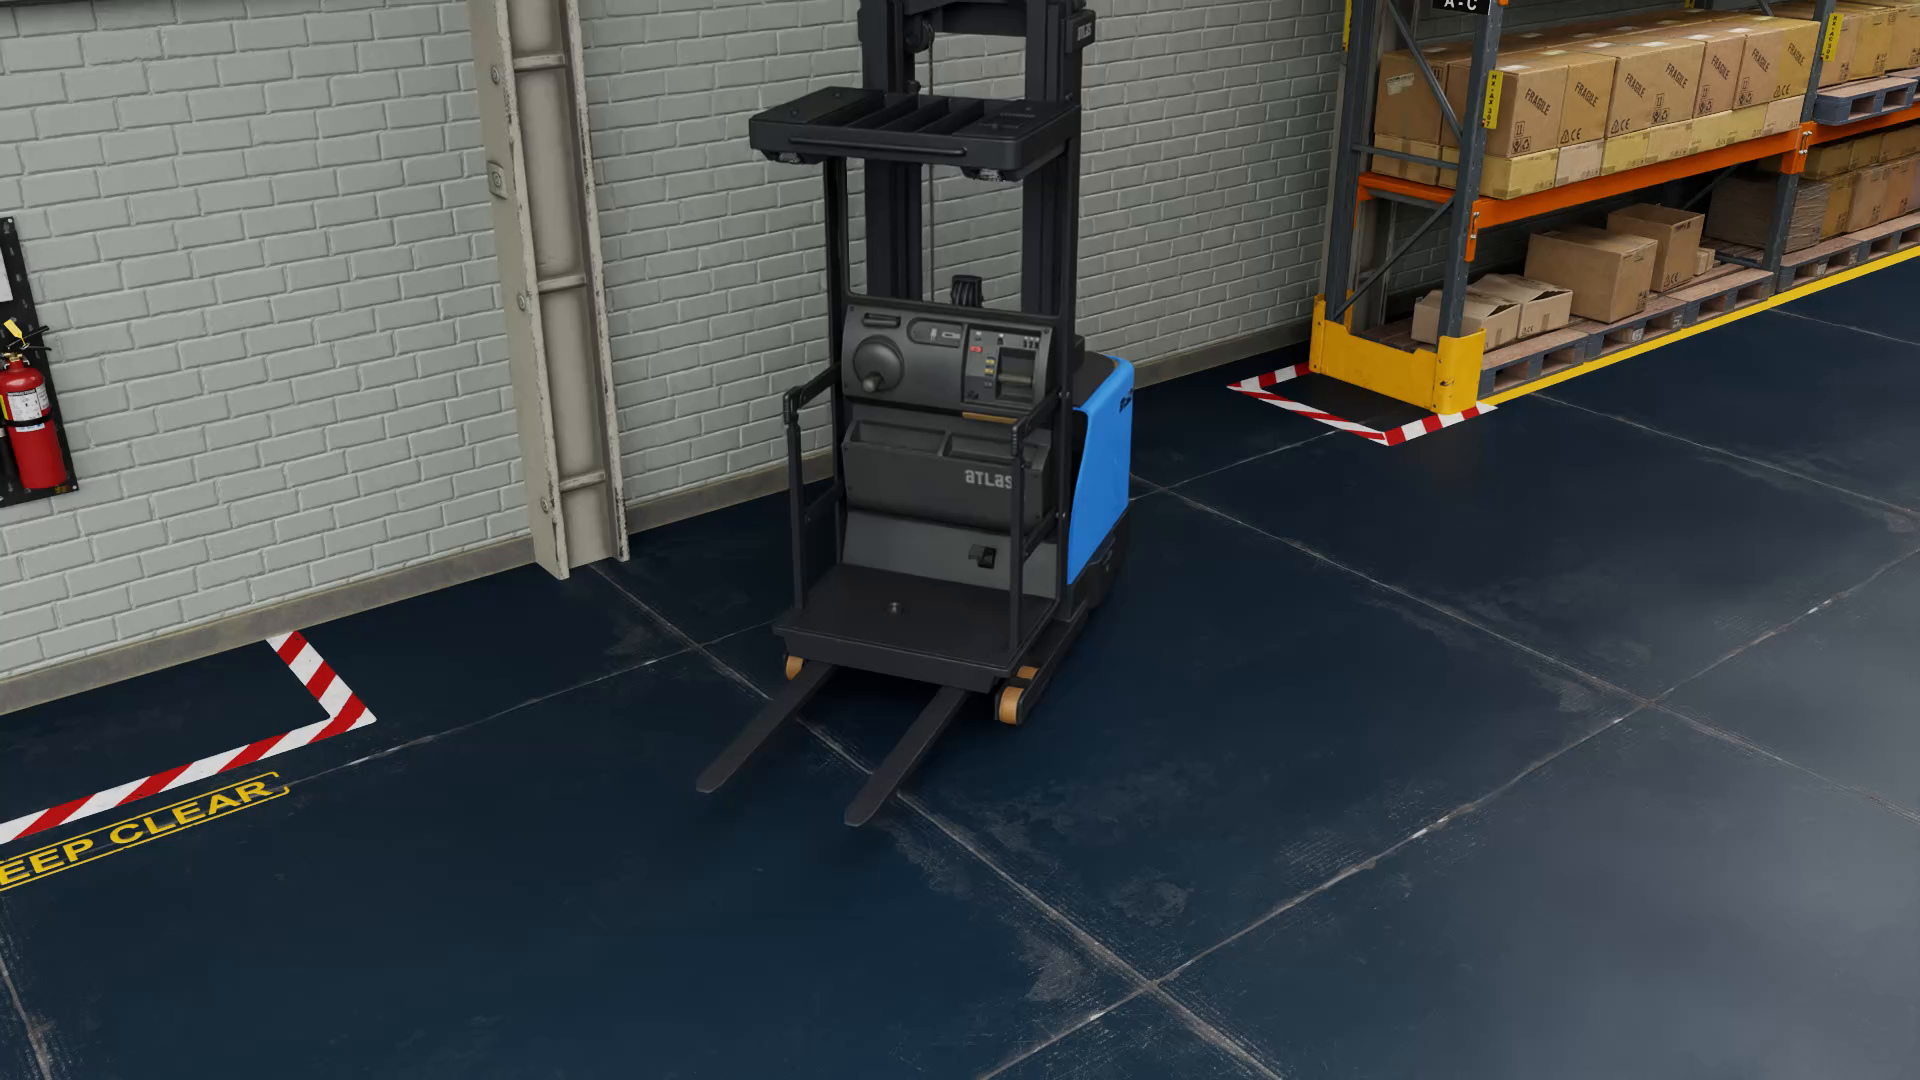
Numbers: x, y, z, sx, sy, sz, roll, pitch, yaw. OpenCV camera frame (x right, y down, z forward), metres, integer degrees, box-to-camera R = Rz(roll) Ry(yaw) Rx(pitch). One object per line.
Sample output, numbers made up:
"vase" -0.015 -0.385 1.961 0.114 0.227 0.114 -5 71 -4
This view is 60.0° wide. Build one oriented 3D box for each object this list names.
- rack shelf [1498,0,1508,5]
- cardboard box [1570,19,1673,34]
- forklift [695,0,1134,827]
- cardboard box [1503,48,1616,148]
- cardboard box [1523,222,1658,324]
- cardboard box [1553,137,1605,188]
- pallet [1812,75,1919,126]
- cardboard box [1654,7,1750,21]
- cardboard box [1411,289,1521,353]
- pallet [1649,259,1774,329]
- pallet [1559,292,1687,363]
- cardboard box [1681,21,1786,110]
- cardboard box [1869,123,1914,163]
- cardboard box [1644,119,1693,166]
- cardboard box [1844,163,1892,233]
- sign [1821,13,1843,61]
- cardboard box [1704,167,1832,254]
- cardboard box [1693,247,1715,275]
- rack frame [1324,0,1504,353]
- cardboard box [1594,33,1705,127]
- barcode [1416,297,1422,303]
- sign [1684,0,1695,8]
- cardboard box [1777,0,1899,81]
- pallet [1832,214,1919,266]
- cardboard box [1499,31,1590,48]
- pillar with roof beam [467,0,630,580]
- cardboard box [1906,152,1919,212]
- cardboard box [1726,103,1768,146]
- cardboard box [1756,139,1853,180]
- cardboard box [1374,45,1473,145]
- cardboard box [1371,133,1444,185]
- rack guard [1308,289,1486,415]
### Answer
"rack shelf" 4.337 -3.907 10.896 4.000 0.370 1.077 -18 31 -34
"cardboard box" 4.607 -3.359 11.689 0.500 0.500 0.500 -17 30 -33
"forklift" -0.137 -0.740 6.863 1.130 2.935 3.031 9 26 19
"cardboard box" 3.720 -2.783 10.448 0.500 0.500 0.500 -18 30 -34
"cardboard box" 4.420 -1.890 11.707 0.500 0.500 0.700 -21 32 -37
"cardboard box" 3.743 -2.455 10.631 0.500 0.250 0.500 -19 31 -36
"pallet" 6.602 -3.455 12.859 1.213 0.211 1.003 -18 31 -34
"cardboard box" 5.412 -3.620 12.251 0.500 0.500 0.500 -19 31 -35
"cardboard box" 3.363 -1.483 11.053 0.500 0.311 0.500 -23 33 -40
"pallet" 5.404 -1.941 12.681 1.213 0.211 1.003 -18 31 -34
"pallet" 4.444 -1.622 11.994 1.213 0.211 1.003 -18 31 -34
"cardboard box" 5.341 -3.316 11.596 0.500 0.500 0.500 -18 31 -34
"cardboard box" 7.635 -3.370 14.004 0.500 0.250 0.500 -18 31 -34
"cardboard box" 4.547 -2.716 11.193 0.500 0.250 0.500 -18 30 -34
"cardboard box" 7.282 -2.924 13.934 0.500 0.500 0.700 -18 30 -33
"sign" 6.252 -3.607 11.930 0.005 0.325 0.100 -18 31 -34
"cardboard box" 6.480 -2.654 13.353 0.500 0.500 0.700 -17 30 -32
"cardboard box" 5.509 -2.157 12.678 0.380 0.166 0.250 22 33 39
"rack frame" 2.763 -2.353 10.256 0.127 3.000 1.000 -18 31 -34
"cardboard box" 4.529 -3.054 11.030 0.500 0.500 0.500 -17 30 -32
"barcode" 3.131 -1.624 11.346 0.075 0.075 0.001 -18 31 -34
"sign" 5.566 -4.100 12.645 0.005 0.325 0.100 -18 31 -34
"cardboard box" 6.777 -3.900 12.950 0.500 0.500 0.700 -15 29 -29
"pallet" 7.484 -2.648 14.206 1.213 0.211 1.003 -18 31 -34
"cardboard box" 3.810 -3.090 11.108 0.500 0.500 0.500 -19 31 -35
"pillar with roof beam" 0.715 -2.558 3.571 0.400 9.000 9.100 -18 31 -34
"cardboard box" 8.047 -3.197 14.522 0.500 0.500 0.700 -18 31 -34
"cardboard box" 5.328 -2.983 11.768 0.500 0.250 0.500 -18 30 -34
"cardboard box" 6.824 -3.110 13.444 0.500 0.250 0.500 -19 31 -35
"cardboard box" 3.003 -2.827 10.541 0.500 0.500 0.500 -19 31 -35
"cardboard box" 3.012 -2.479 10.684 0.500 0.250 0.500 -18 30 -33
"rack guard" 2.823 -1.239 10.825 0.348 0.500 1.175 -18 31 -34
